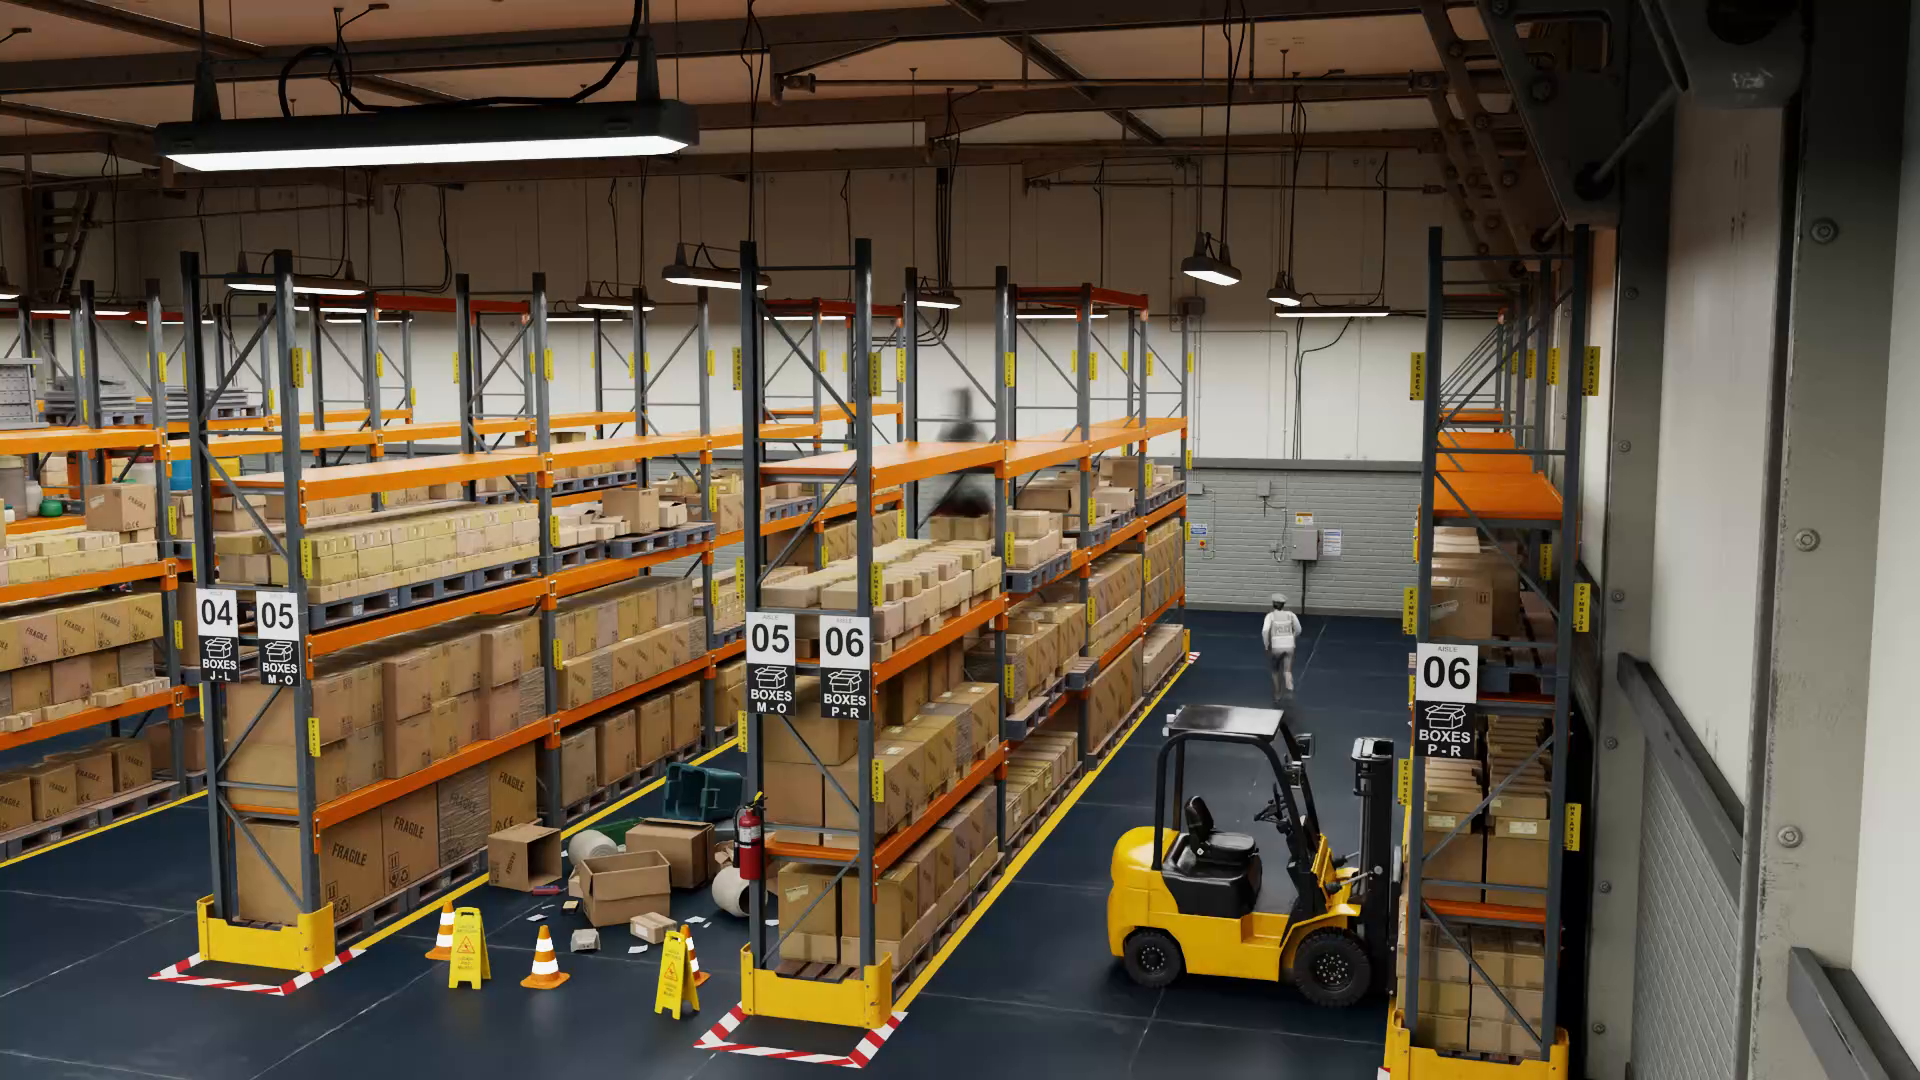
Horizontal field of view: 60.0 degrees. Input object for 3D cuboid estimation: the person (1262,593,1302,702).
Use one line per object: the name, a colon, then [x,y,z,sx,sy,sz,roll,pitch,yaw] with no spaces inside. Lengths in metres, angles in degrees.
person: [4.700,1.645,24.281,0.618,1.682,1.024,0,6,-1]
